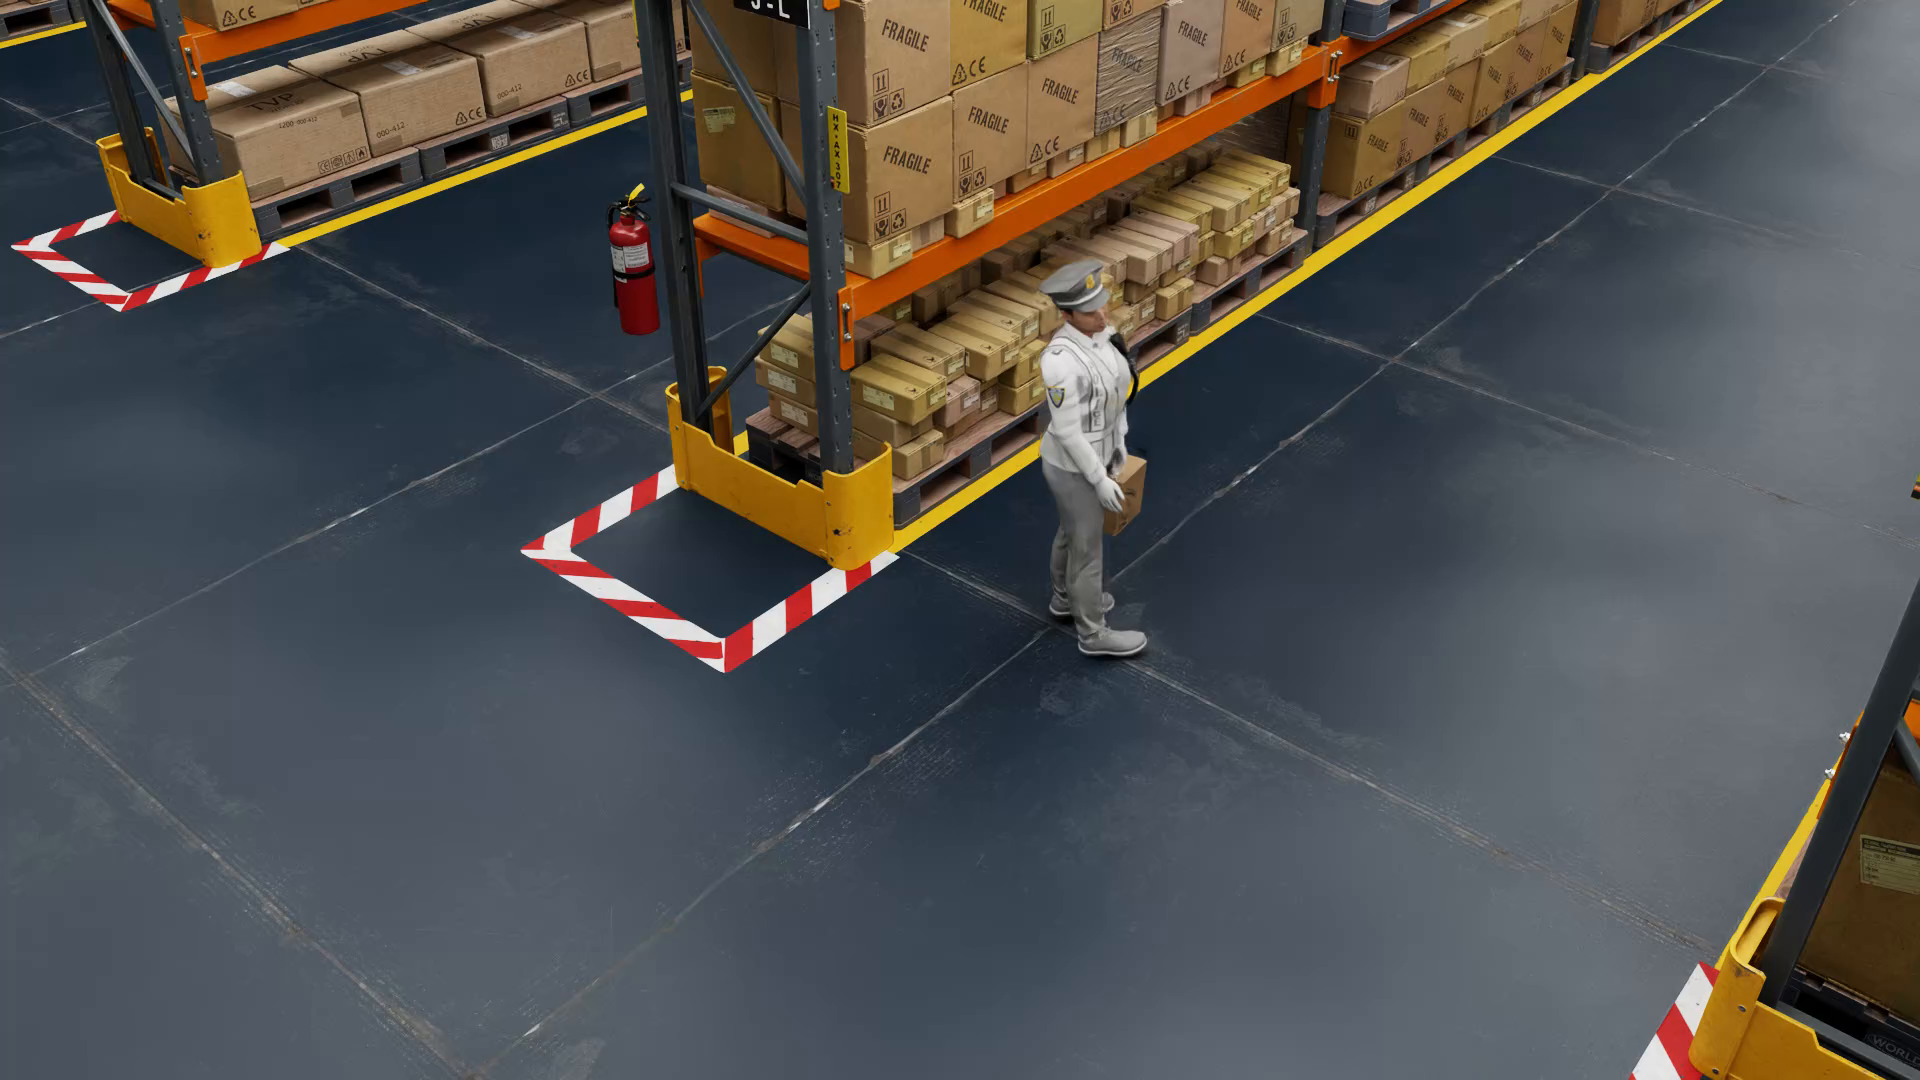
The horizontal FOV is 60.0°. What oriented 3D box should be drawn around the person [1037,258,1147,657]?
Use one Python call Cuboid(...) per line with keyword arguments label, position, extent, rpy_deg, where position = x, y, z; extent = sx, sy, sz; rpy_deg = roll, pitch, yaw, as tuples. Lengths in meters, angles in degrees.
Cuboid(label="person", position=(0.553, -0.317, 6.541), extent=(0.526, 1.693, 0.503), rpy_deg=(13, 37, 17))
